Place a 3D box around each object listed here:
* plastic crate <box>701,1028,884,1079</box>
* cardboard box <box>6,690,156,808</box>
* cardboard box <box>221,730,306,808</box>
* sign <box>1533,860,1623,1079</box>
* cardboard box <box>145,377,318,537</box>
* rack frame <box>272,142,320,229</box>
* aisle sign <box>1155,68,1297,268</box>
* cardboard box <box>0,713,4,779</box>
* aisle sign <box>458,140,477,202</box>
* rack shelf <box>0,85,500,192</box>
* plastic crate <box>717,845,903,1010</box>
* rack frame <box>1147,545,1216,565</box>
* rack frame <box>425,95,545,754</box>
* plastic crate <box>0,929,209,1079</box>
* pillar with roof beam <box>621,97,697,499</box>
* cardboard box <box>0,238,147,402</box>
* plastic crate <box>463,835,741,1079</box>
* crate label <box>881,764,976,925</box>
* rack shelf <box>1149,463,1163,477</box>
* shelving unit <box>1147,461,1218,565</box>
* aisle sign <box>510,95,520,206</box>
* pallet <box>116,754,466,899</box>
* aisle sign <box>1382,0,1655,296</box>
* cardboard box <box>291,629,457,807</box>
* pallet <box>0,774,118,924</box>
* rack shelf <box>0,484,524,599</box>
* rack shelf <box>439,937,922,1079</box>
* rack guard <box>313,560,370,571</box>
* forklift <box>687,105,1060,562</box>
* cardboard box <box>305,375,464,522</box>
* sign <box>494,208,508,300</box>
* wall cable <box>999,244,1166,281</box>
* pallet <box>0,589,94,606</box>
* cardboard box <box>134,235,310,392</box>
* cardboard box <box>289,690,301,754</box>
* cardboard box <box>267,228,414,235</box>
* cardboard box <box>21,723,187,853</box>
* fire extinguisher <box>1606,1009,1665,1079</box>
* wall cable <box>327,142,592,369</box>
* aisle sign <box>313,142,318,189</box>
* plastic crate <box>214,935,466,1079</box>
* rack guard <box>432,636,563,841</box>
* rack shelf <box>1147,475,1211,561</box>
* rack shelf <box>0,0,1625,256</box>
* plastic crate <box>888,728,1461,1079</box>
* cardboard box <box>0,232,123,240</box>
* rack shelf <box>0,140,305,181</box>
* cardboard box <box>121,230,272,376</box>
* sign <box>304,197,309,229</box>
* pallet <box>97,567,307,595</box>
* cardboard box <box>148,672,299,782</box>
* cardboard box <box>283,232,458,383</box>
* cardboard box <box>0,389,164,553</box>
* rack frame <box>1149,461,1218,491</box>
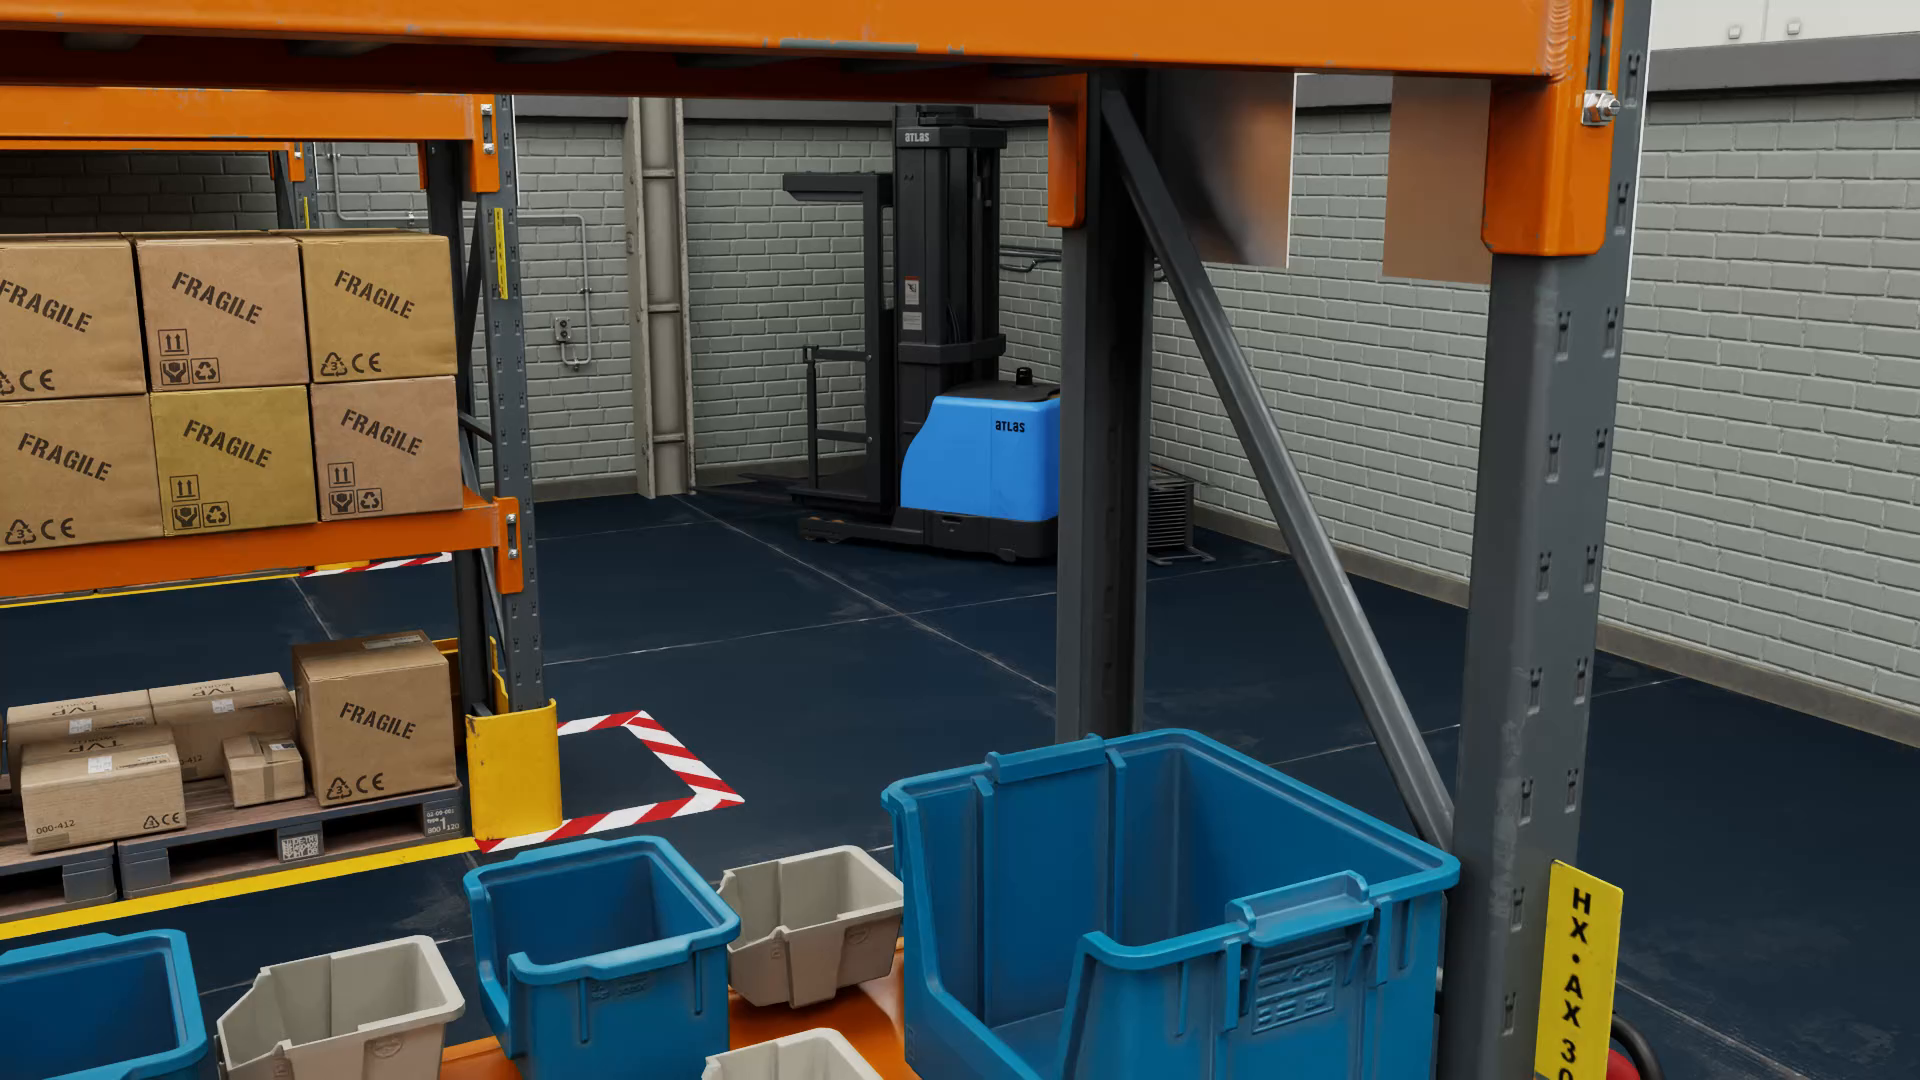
[{"bbox_3d":[-0.177,0.743,1.938,0.243,0.136,0.396,-7,14,-28],"label":"plastic crate"},{"bbox_3d":[-3.409,0.803,6.471,0.500,0.250,0.500,-7,14,-28],"label":"cardboard box"},{"bbox_3d":[-2.676,0.866,6.381,0.250,0.166,0.380,-7,14,-28],"label":"cardboard box"},{"bbox_3d":[0.730,0.548,1.971,0.005,0.325,0.100,-7,14,-28],"label":"sign"},{"bbox_3d":[-2.635,-0.326,5.997,0.500,0.500,0.500,-7,14,-27],"label":"cardboard box"},{"bbox_3d":[-4.295,-1.386,10.936,0.127,3.000,1.000,-7,14,-28],"label":"rack frame"},{"bbox_3d":[0.373,-0.810,2.455,0.004,0.787,0.394,-7,14,-28],"label":"aisle sign"},{"bbox_3d":[-3.783,0.794,5.934,0.637,0.503,0.797,-7,14,-28],"label":"cardboard box"},{"bbox_3d":[-1.999,-1.764,6.694,0.004,0.787,0.394,-7,14,-28],"label":"aisle sign"},{"bbox_3d":[-3.674,-1.334,5.510,4.000,0.370,1.077,-7,14,-28],"label":"rack shelf"},{"bbox_3d":[-0.244,0.603,2.562,0.298,0.136,0.250,-7,14,-28],"label":"plastic crate"},{"bbox_3d":[1.152,-0.066,11.825,0.400,0.015,2.100,-4,13,-18],"label":"rack frame"},{"bbox_3d":[-1.918,-0.432,6.696,0.127,3.000,1.000,-7,14,-28],"label":"rack frame"},{"bbox_3d":[-1.078,0.677,2.015,0.300,0.233,0.416,-7,14,-28],"label":"plastic crate"},{"bbox_3d":[-0.277,-3.934,8.594,0.400,9.000,9.100,-7,14,-28],"label":"pillar with roof beam"},{"bbox_3d":[-3.073,-0.760,5.648,0.500,0.500,0.500,-6,14,-26],"label":"cardboard box"},{"bbox_3d":[-0.500,0.607,2.323,0.300,0.233,0.416,-7,14,-28],"label":"plastic crate"},{"bbox_3d":[0.077,0.538,2.631,0.303,0.233,0.416,-7,14,-28],"label":"crate label"},{"bbox_3d":[1.156,-0.302,11.760,0.431,0.480,0.518,-4,13,-18],"label":"rack shelf"},{"bbox_3d":[1.151,-0.305,11.773,0.431,0.503,2.100,-4,13,-18],"label":"shelving unit"},{"bbox_3d":[-1.712,-1.648,6.180,0.004,0.787,0.394,-7,14,-28],"label":"aisle sign"},{"bbox_3d":[-2.684,1.021,6.593,1.213,0.211,1.003,-7,14,-28],"label":"pallet"},{"bbox_3d":[0.655,-0.696,1.950,0.004,0.787,0.394,-7,14,-28],"label":"aisle sign"},{"bbox_3d":[-2.277,0.678,6.457,0.500,0.500,0.500,-7,14,-28],"label":"cardboard box"},{"bbox_3d":[-3.754,1.148,6.027,1.213,0.211,1.003,-7,14,-28],"label":"pallet"},{"bbox_3d":[-3.674,0.130,5.840,4.000,0.370,1.077,-7,14,-28],"label":"rack shelf"},{"bbox_3d":[-1.304,1.085,1.596,4.000,0.370,1.077,-7,14,-28],"label":"rack shelf"},{"bbox_3d":[-4.274,-0.169,11.222,0.348,0.500,1.175,-7,14,-28],"label":"rack guard"},{"bbox_3d":[-0.541,-1.497,11.587,3.031,2.935,1.130,7,15,29],"label":"forklift"},{"bbox_3d":[-2.181,-0.381,6.242,0.500,0.500,0.500,-6,14,-26],"label":"cardboard box"},{"bbox_3d":[-1.670,-1.042,6.049,0.005,0.325,0.100,-7,14,-28],"label":"sign"},{"bbox_3d":[0.841,-3.324,12.956,0.112,2.526,3.097,-7,14,-28],"label":"wall cable"},{"bbox_3d":[-6.029,0.201,10.235,1.213,0.211,1.003,-7,14,-28],"label":"pallet"},{"bbox_3d":[-2.620,-0.815,5.895,0.500,0.500,0.500,-6,14,-26],"label":"cardboard box"},{"bbox_3d":[-2.670,0.740,6.940,0.250,0.166,0.380,-7,14,-28],"label":"cardboard box"},{"bbox_3d":[-2.434,-0.972,6.593,0.500,0.500,0.500,-6,14,-26],"label":"cardboard box"},{"bbox_3d":[-3.126,0.894,6.066,0.500,0.250,0.500,-7,14,-28],"label":"cardboard box"},{"bbox_3d":[0.802,0.815,2.183,0.183,0.674,0.296,-7,14,-28],"label":"fire extinguisher"},{"bbox_3d":[-3.624,-2.199,12.233,1.851,1.984,0.084,-7,14,-28],"label":"wall cable"},{"bbox_3d":[-4.088,-2.604,10.427,0.004,0.787,0.394,-7,14,-28],"label":"aisle sign"},{"bbox_3d":[-0.839,0.674,2.245,0.298,0.136,0.250,-7,14,-28],"label":"plastic crate"},{"bbox_3d":[-1.985,0.796,6.935,0.348,0.500,1.175,-7,14,-28],"label":"rack guard"},{"bbox_3d":[1.380,-0.163,11.112,0.431,0.480,0.518,-4,13,-18],"label":"rack shelf"},{"bbox_3d":[-1.304,-0.379,1.267,4.000,0.370,1.077,-7,14,-28],"label":"rack shelf"},{"bbox_3d":[0.247,0.548,2.125,0.499,0.435,0.616,-7,14,-28],"label":"plastic crate"},{"bbox_3d":[-3.331,-0.864,6.113,0.500,0.500,0.500,-7,14,-27],"label":"cardboard box"},{"bbox_3d":[-6.051,-2.288,9.751,4.000,0.370,1.077,-7,14,-28],"label":"rack shelf"},{"bbox_3d":[-2.889,-0.916,6.342,0.500,0.500,0.500,-7,14,-27],"label":"cardboard box"},{"bbox_3d":[-4.047,-1.960,10.312,0.005,0.325,0.100,-7,14,-28],"label":"sign"},{"bbox_3d":[-4.959,0.074,10.801,1.213,0.211,1.003,-7,14,-28],"label":"pallet"},{"bbox_3d":[-2.970,0.750,6.704,0.500,0.250,0.500,-7,14,-28],"label":"cardboard box"},{"bbox_3d":[-2.177,-0.869,6.131,0.500,0.500,0.500,-7,14,-28],"label":"cardboard box"},{"bbox_3d":[-3.075,-0.274,5.768,0.500,0.500,0.500,-7,14,-27],"label":"cardboard box"},{"bbox_3d":[1.151,-0.543,11.721,0.400,0.015,2.100,-4,13,-18],"label":"rack frame"}]
